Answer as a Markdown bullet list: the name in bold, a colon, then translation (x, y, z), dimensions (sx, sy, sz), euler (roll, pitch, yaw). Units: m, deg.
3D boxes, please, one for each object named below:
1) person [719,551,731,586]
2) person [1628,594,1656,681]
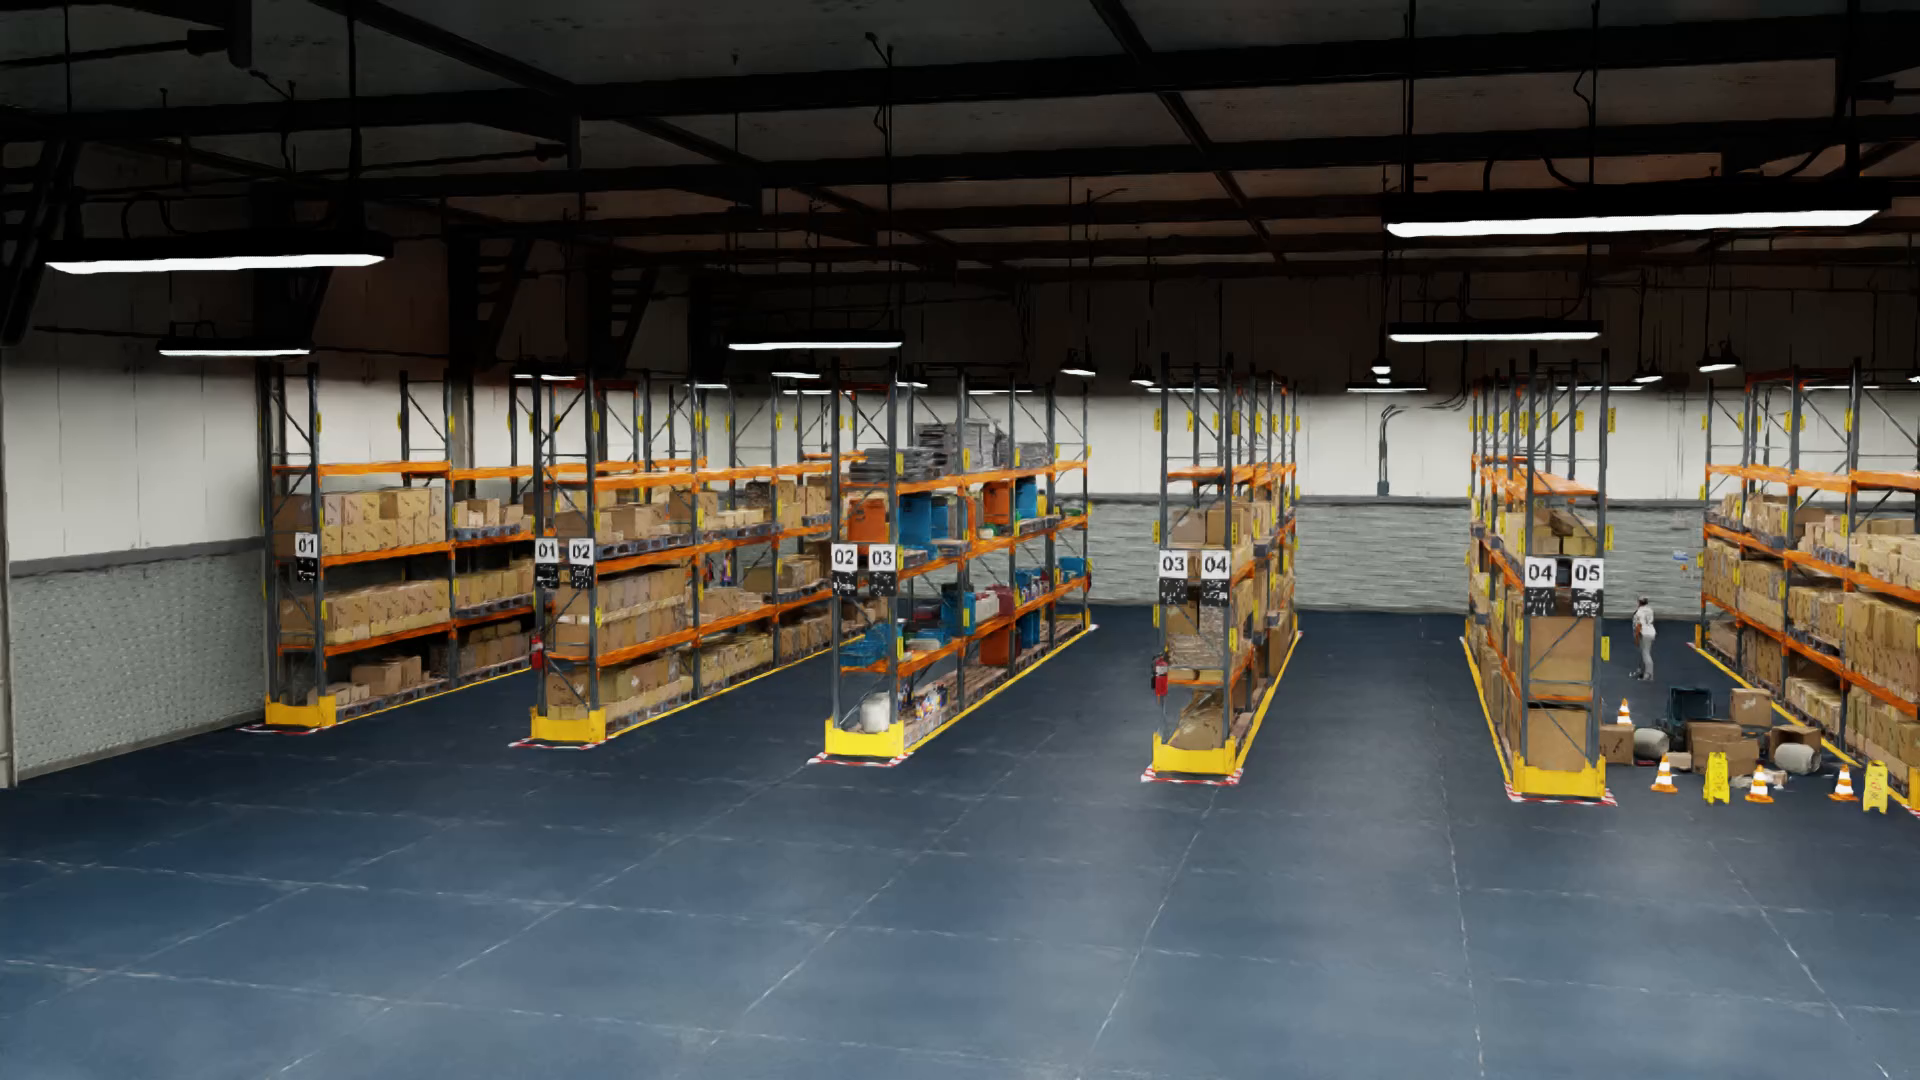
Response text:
- **person**: translation (-6.272, 1.070, 44.637), dimensions (0.477, 1.589, 0.473), euler (-2, 4, -24)
- **person**: translation (13.280, 1.885, 32.382), dimensions (0.565, 1.657, 0.611), euler (3, 5, 40)
